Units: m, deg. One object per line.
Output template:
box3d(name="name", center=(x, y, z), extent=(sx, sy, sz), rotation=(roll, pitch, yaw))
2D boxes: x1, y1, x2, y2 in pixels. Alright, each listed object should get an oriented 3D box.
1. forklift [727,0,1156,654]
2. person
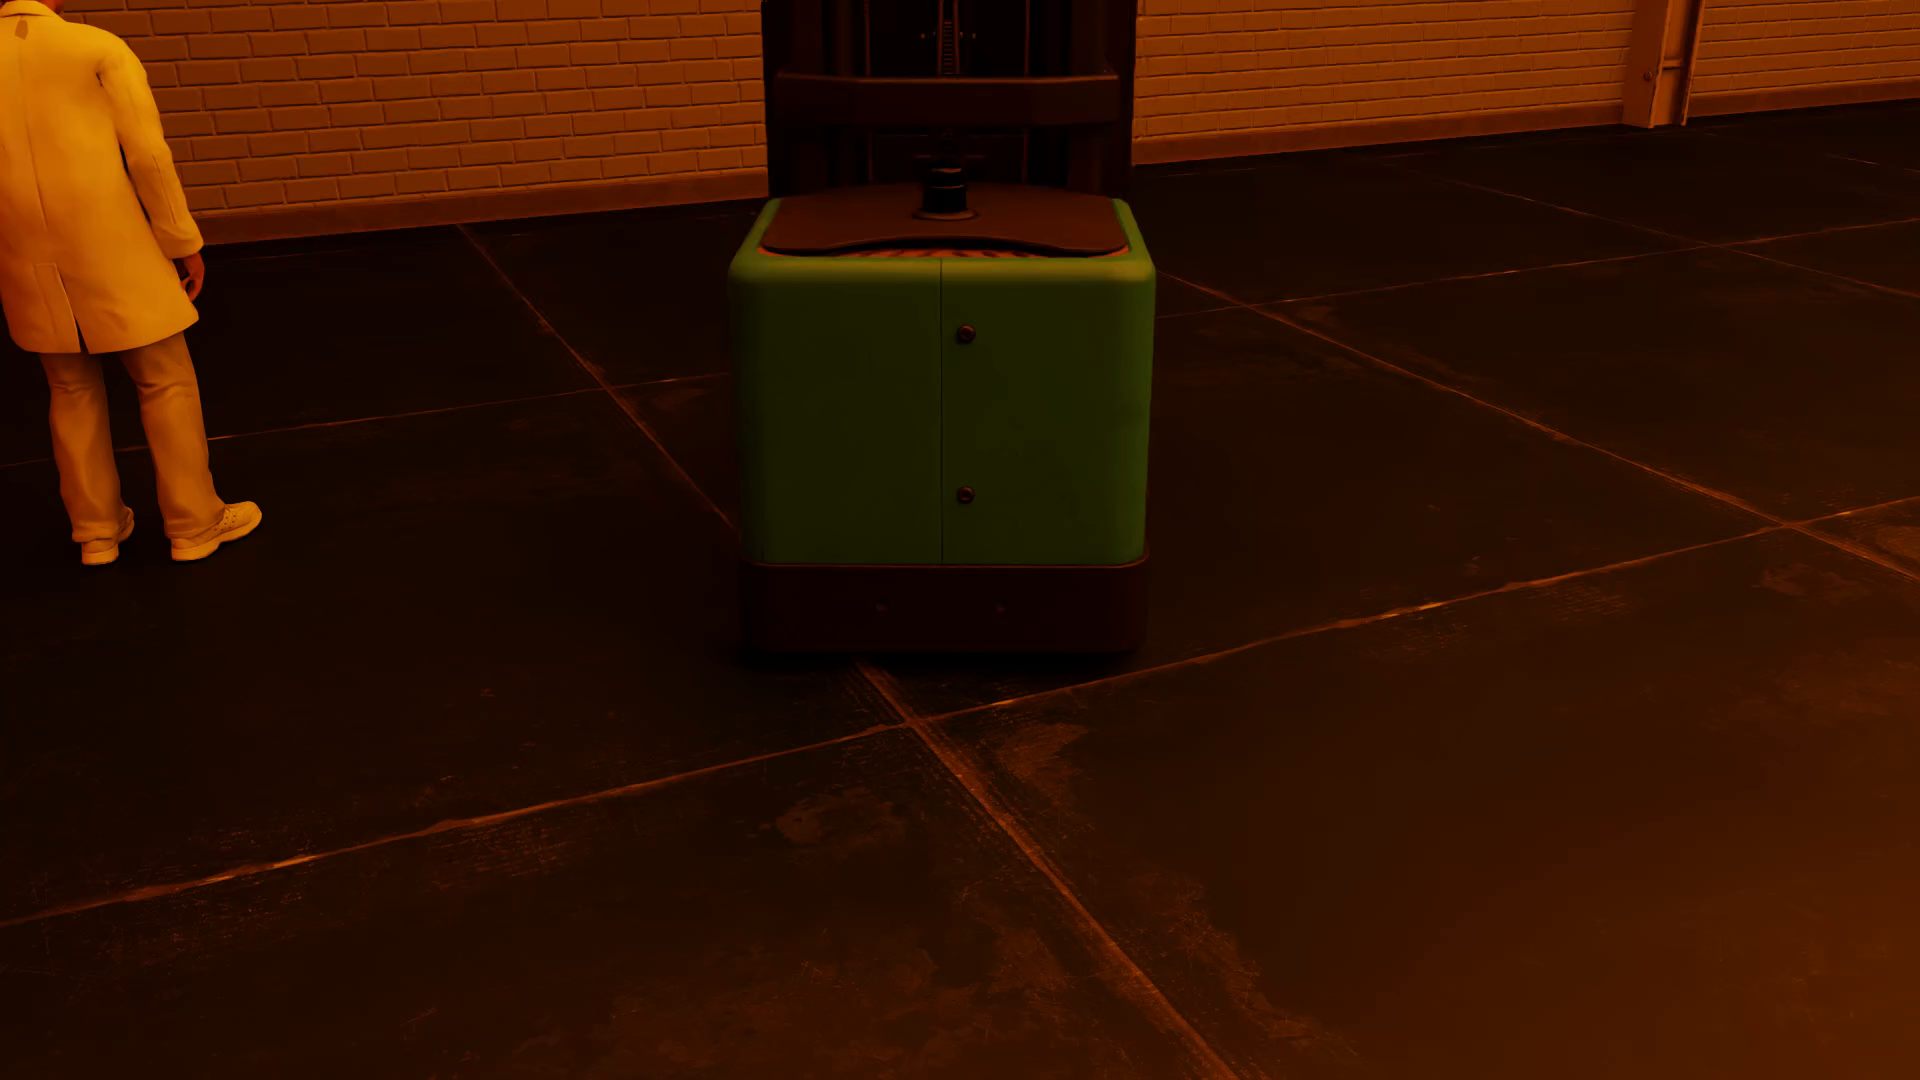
box3d(name="forklift", center=(-0.030, -1.580, 5.091), extent=(1.130, 2.935, 3.031), rotation=(0, 23, 0))
box3d(name="person", center=(-2.486, -0.798, 4.715), extent=(0.654, 1.775, 0.421), rotation=(-2, 23, -5))
